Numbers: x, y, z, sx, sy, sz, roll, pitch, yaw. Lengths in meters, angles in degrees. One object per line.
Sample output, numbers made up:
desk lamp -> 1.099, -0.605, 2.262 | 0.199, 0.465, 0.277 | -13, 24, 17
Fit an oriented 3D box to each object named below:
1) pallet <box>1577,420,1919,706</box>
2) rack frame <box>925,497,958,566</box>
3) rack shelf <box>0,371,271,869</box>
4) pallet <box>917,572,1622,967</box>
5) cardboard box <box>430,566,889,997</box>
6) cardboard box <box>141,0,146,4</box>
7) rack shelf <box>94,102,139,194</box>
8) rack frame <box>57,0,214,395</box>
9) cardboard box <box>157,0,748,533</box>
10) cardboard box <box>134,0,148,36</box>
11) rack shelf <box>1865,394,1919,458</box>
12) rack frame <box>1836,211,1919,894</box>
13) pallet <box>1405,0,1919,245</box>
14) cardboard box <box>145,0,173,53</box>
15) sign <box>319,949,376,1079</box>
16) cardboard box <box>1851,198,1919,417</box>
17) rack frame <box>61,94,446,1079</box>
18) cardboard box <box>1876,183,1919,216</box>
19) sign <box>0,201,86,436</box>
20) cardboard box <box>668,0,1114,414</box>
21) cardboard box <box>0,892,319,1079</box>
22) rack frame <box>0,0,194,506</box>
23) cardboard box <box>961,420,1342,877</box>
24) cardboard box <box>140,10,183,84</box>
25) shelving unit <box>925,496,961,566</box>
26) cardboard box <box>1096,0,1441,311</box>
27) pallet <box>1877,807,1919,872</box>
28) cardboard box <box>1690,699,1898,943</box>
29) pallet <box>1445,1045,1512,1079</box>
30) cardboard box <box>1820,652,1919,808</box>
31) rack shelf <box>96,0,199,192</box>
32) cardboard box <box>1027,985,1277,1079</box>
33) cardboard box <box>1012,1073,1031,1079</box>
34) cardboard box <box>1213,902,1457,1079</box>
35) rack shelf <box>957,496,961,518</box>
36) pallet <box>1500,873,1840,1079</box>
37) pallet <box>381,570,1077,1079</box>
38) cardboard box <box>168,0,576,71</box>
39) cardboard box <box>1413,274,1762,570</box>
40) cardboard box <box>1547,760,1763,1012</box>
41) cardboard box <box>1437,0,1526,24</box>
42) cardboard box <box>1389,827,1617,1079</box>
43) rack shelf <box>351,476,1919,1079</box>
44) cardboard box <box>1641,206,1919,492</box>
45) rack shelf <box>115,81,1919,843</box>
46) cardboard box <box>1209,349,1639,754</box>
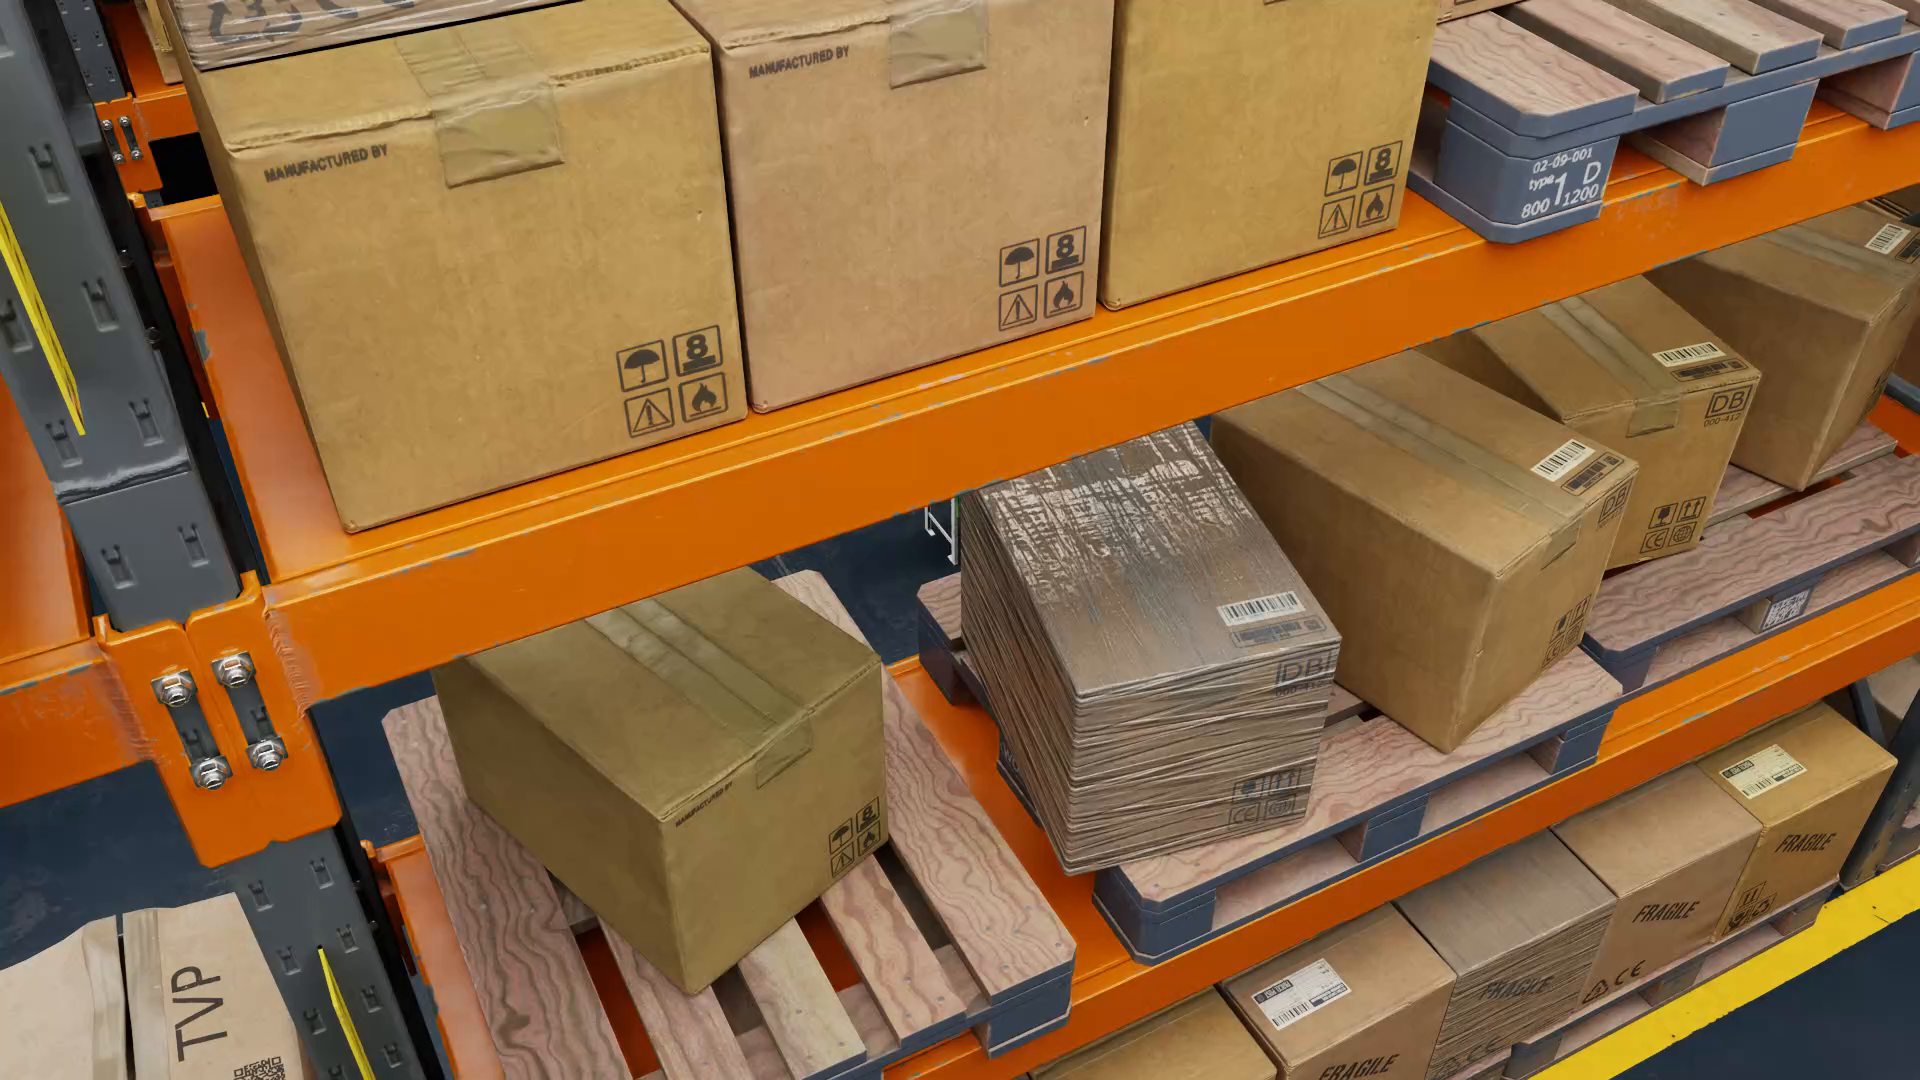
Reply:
pallet -> 1.722, -0.138, 4.240 | 1.213, 0.211, 1.003 | -19, 44, -21
rack frame -> -0.070, -0.435, 5.835 | 0.015, 1.200, 0.240 | -19, 44, -21
rack shelf -> -2.840, 0.533, 1.534 | 4.000, 0.370, 1.077 | -19, 44, -21
pallet -> 0.656, 0.296, 3.727 | 1.213, 0.211, 1.003 | -19, 44, -21
cardboard box -> -0.560, 0.355, 3.106 | 0.700, 0.500, 0.500 | 31, 49, 31
cardboard box -> -3.061, -2.483, 6.538 | 0.500, 0.500, 0.500 | -18, 44, -20
rack shelf -> -5.132, -1.160, 5.855 | 4.000, 0.370, 1.077 | -19, 44, -21
rack frame -> -3.358, -2.031, 6.328 | 0.127, 3.000, 1.000 | -19, 44, -21
cardboard box -> -0.695, -0.526, 2.151 | 0.500, 0.500, 0.910 | -19, 44, -21
cardboard box -> -3.187, -2.187, 6.691 | 0.250, 0.149, 0.380 | -18, 43, -20
rack shelf -> 4.255, -0.710, 5.324 | 4.000, 0.370, 1.077 | -19, 44, -21
rack frame -> 2.481, -0.388, 4.386 | 0.127, 3.000, 1.000 | -19, 44, -21
pallet -> 0.952, -0.995, 2.928 | 1.003, 0.211, 1.213 | -19, 44, -21
cardboard box -> -2.809, -2.189, 6.191 | 0.500, 0.500, 0.500 | -17, 43, -19
sign -> -0.807, 0.681, 2.227 | 0.005, 0.325, 0.100 | -19, 44, -21
cardboard box -> 2.806, -0.722, 4.704 | 0.500, 0.500, 0.500 | -18, 43, -20
rack frame -> -1.066, 0.806, 2.976 | 0.127, 3.000, 1.000 | -19, 44, -21
cardboard box -> 2.810, -1.107, 4.385 | 0.500, 0.500, 0.500 | -18, 44, -20
sign -> -0.817, -0.246, 1.436 | 0.005, 0.325, 0.100 | -19, 44, -21
cardboard box -> -0.243, -0.679, 2.331 | 0.500, 0.500, 0.910 | -19, 44, -21
cardboard box -> -1.409, 0.924, 2.906 | 0.500, 0.311, 0.500 | -16, 43, -18
rack frame -> -1.066, -1.484, 1.038 | 0.127, 3.000, 1.000 | -19, 44, -21
cardboard box -> 0.339, 0.192, 3.300 | 0.500, 0.500, 0.700 | -11, 41, -13
cardboard box -> -2.959, -1.909, 6.362 | 0.250, 0.149, 0.380 | -19, 44, -21
shelving unit -> 0.147, -0.507, 5.921 | 0.503, 1.200, 0.258 | -19, 44, -21
cardboard box -> 0.219, -0.834, 2.514 | 0.500, 0.500, 0.910 | -19, 44, -21
pallet -> 3.091, 0.472, 5.529 | 1.213, 0.211, 1.003 | -19, 44, -21
cardboard box -> 2.176, 0.710, 4.684 | 0.500, 0.500, 0.500 | -19, 44, -21
pallet -> 0.694, 1.308, 4.542 | 1.213, 0.211, 1.003 | -19, 44, -21
cardboard box -> 2.954, 0.469, 5.114 | 0.500, 0.311, 0.500 | -19, 44, -21
rack shelf -> -1.584, -2.354, 7.266 | 4.000, 0.370, 1.077 | -19, 44, -21
cardboard box -> 0.378, 1.314, 3.970 | 0.500, 0.500, 0.500 | -19, 44, -21
cardboard box -> -0.069, 1.461, 3.797 | 0.500, 0.500, 0.500 | -20, 44, -22
cardboard box -> 0.839, 1.155, 4.158 | 0.500, 0.500, 0.500 | -20, 44, -22
rack shelf -> 0.147, -0.275, 6.117 | 0.480, 0.148, 0.258 | -19, 44, -21
pallet -> 1.777, 0.941, 4.975 | 1.213, 0.211, 1.003 | -19, 44, -21
pallet -> -0.498, 0.637, 3.325 | 1.003, 0.211, 1.213 | -19, 44, -21
cardboard box -> -0.677, -0.885, 1.801 | 0.500, 0.500, 0.500 | -19, 44, -21
cardboard box -> 1.377, -0.331, 3.917 | 0.500, 0.500, 0.700 | -12, 42, -14
cardboard box -> 1.734, 0.853, 4.515 | 0.500, 0.500, 0.500 | -18, 44, -20
cardboard box -> 0.819, -1.261, 2.617 | 0.600, 0.600, 0.600 | -20, 44, -22
cardboard box -> 1.289, 1.002, 4.339 | 0.500, 0.500, 0.500 | -18, 43, -20
rack shelf -> 0.707, 0.484, 3.914 | 4.000, 0.370, 1.077 | -19, 44, -21
cardboard box -> 1.958, -0.573, 4.203 | 0.700, 0.500, 0.500 | 31, 49, 31
rack shelf -> 0.707, -0.661, 2.944 | 4.000, 0.370, 1.077 | -19, 44, -21
cardboard box -> 0.943, -0.023, 3.554 | 0.500, 0.500, 0.700 | -30, 49, -31
